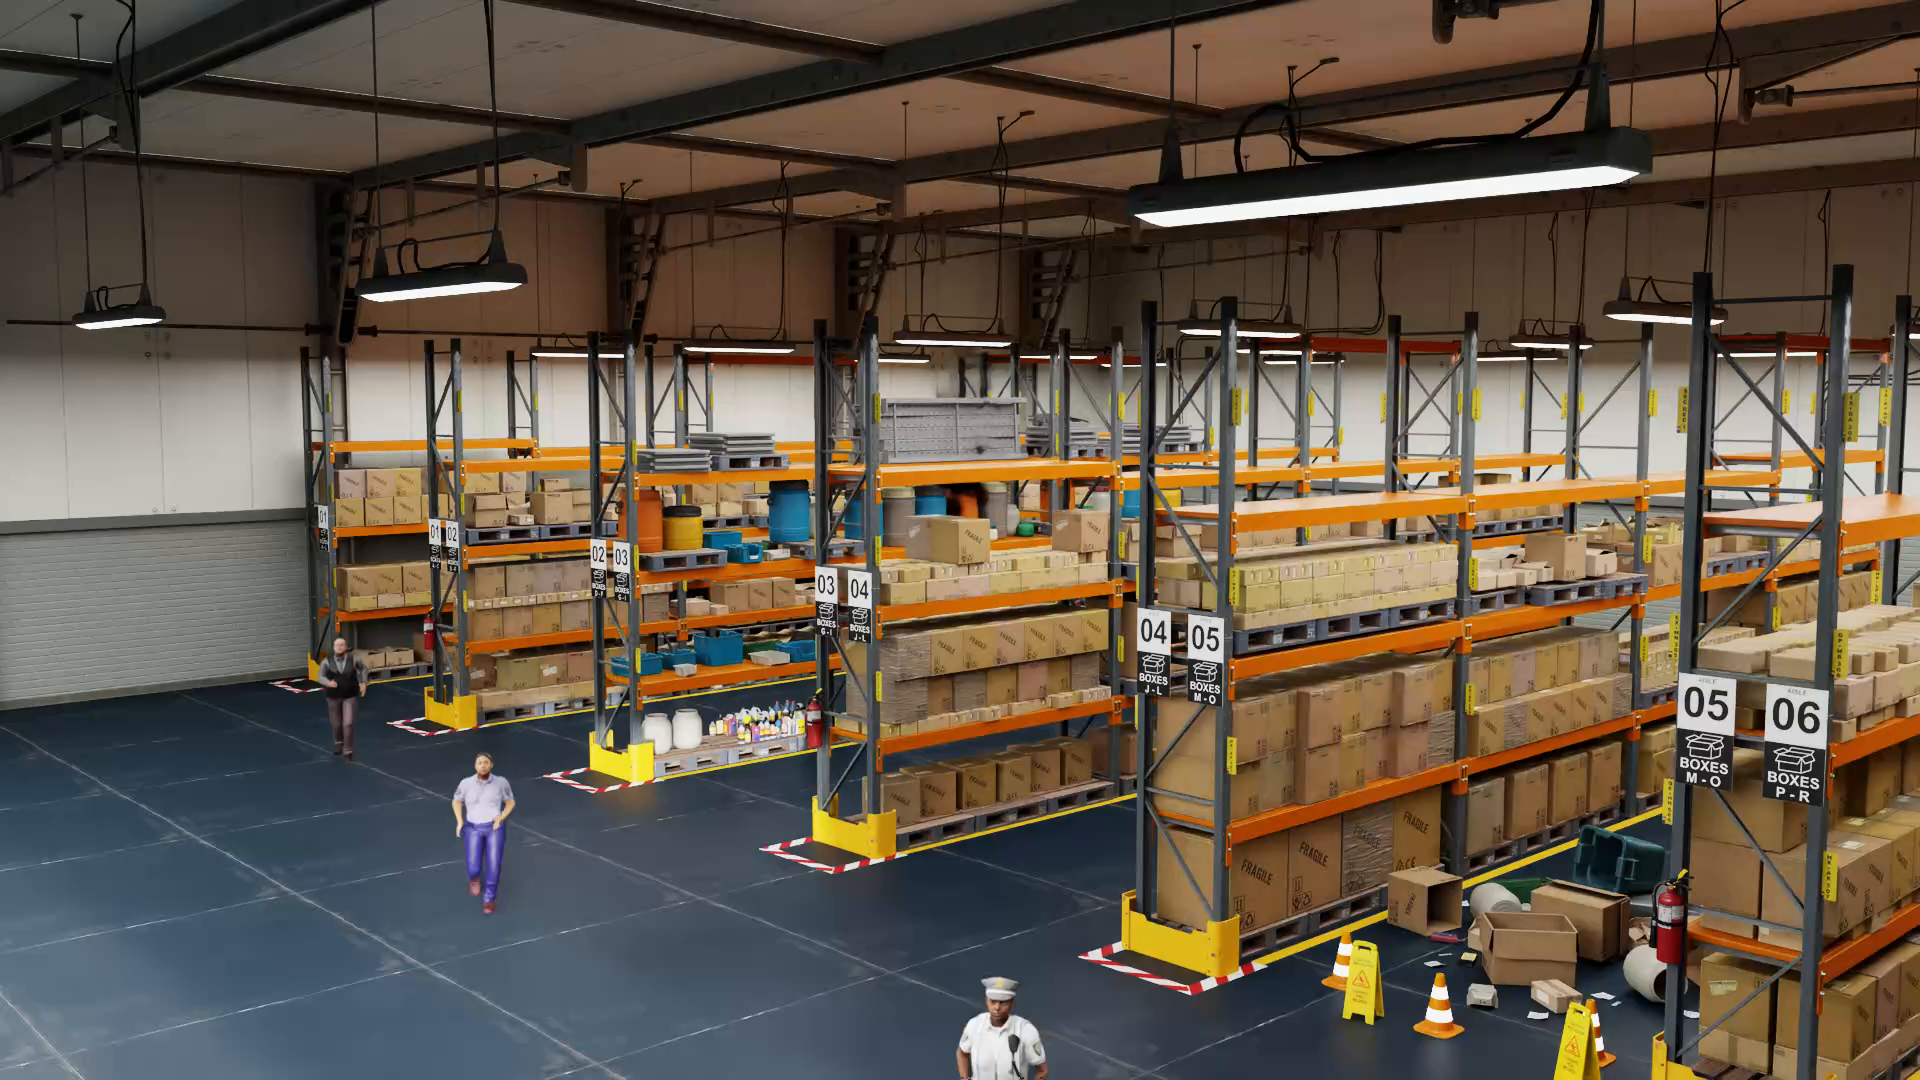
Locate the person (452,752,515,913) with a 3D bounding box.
[{"bbox_3d":[-4.746,2.921,16.595,0.608,1.592,0.549,-1,5,-15],"label":"person"}]

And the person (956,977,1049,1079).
[{"bbox_3d":[0.249,3.447,10.099,0.587,1.697,0.779,1,5,9],"label":"person"}]

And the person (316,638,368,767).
[{"bbox_3d":[-8.685,2.251,23.390,0.670,1.772,0.827,-1,5,-16],"label":"person"}]
